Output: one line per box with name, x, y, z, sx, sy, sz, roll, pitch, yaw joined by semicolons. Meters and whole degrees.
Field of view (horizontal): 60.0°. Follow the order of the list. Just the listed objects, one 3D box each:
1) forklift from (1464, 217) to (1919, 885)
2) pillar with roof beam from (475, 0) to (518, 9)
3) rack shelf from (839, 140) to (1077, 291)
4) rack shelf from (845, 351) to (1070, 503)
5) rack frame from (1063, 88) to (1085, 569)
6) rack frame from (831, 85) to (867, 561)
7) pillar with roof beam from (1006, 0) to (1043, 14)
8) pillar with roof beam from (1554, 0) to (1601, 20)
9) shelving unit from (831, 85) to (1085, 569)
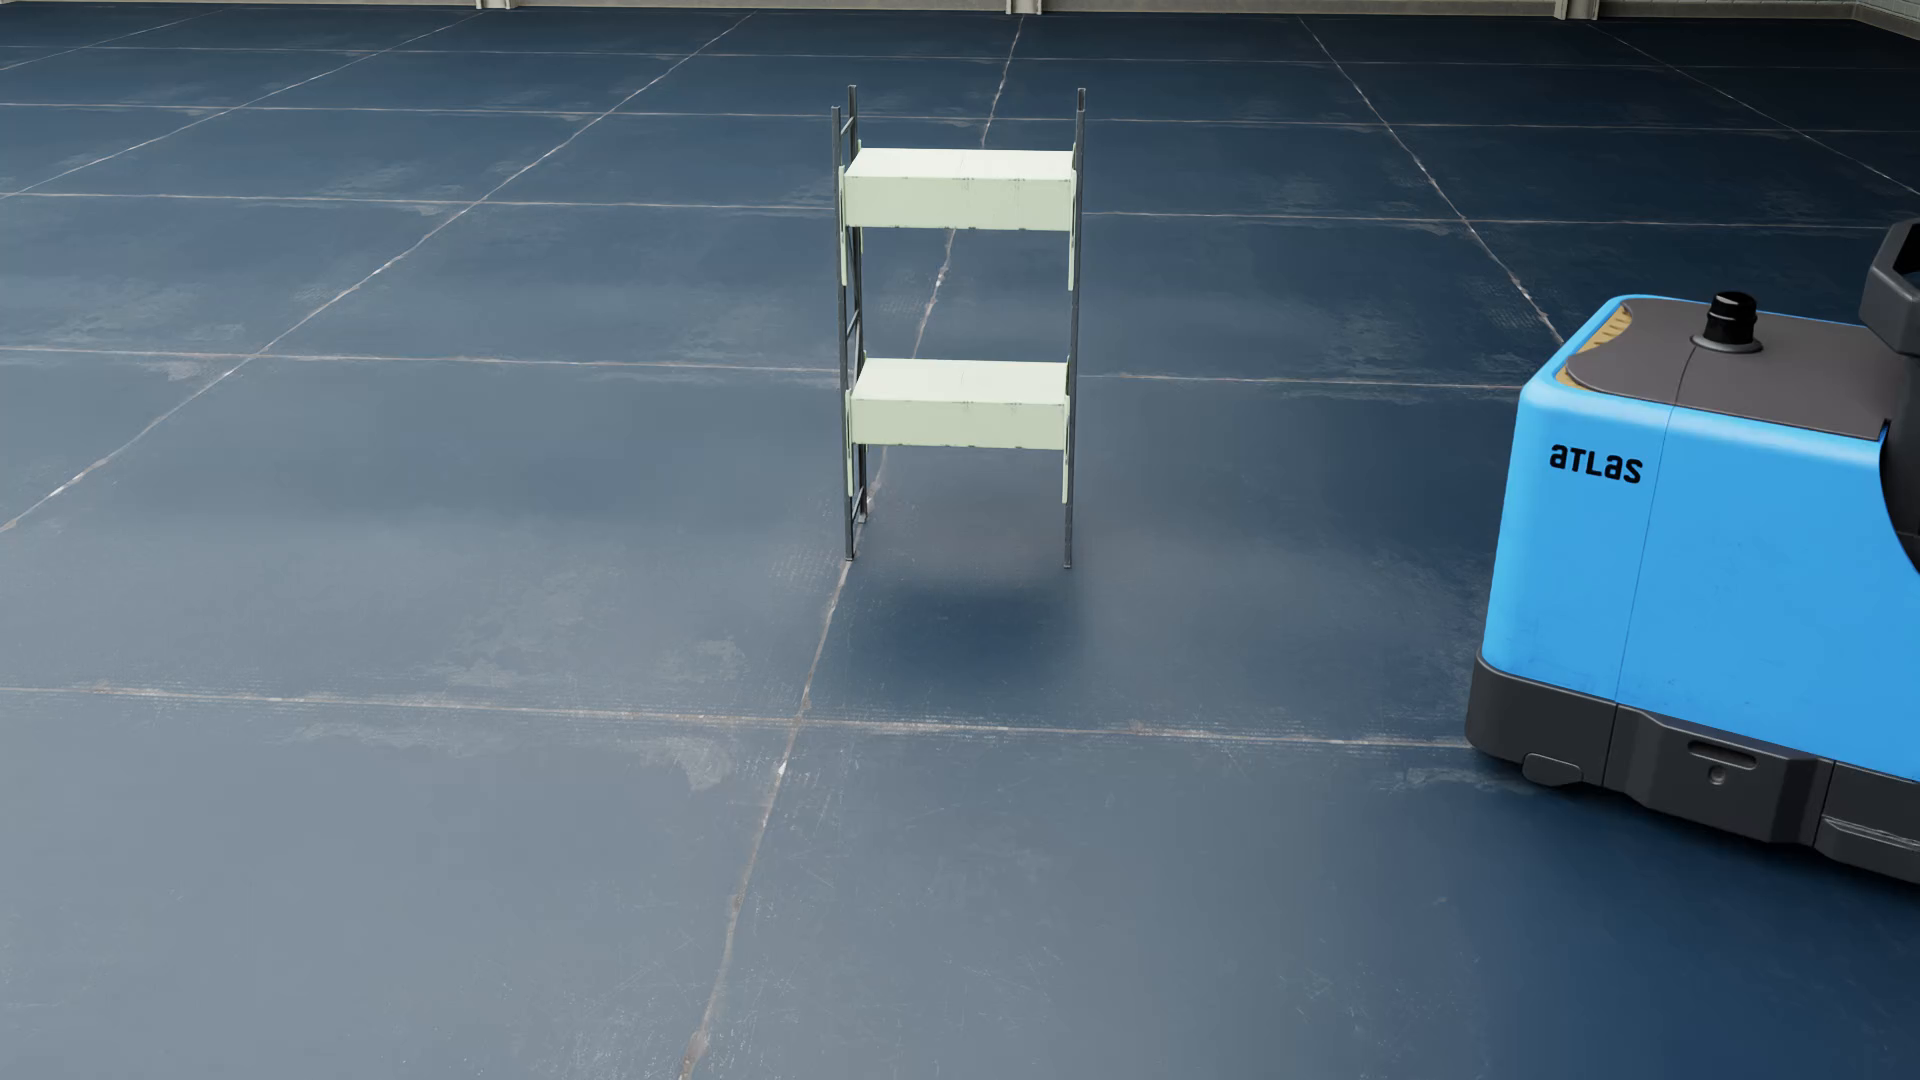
forklift;2.867;-0.569;3.481;3.031;2.935;1.130;15;29;29
pillar with roof beam;-5.594;-8.365;13.163;0.400;9.000;9.100;2;25;4
rack shelf;0.007;-1.036;5.273;0.720;0.370;0.431;2;25;4
rack shelf;0.007;-0.385;5.572;0.720;0.370;0.431;2;25;4
rack frame;0.372;-0.669;5.411;0.023;1.500;0.400;2;25;4
rack frame;-0.358;-0.693;5.462;0.023;1.500;0.400;2;25;4
pillar with roof beam;0.388;-8.173;12.746;0.400;9.000;9.100;2;25;4
pillar with roof beam;6.371;-7.981;12.329;0.400;9.000;9.100;2;25;4
shelving unit;0.007;-0.681;5.436;0.755;1.500;0.431;2;25;4
